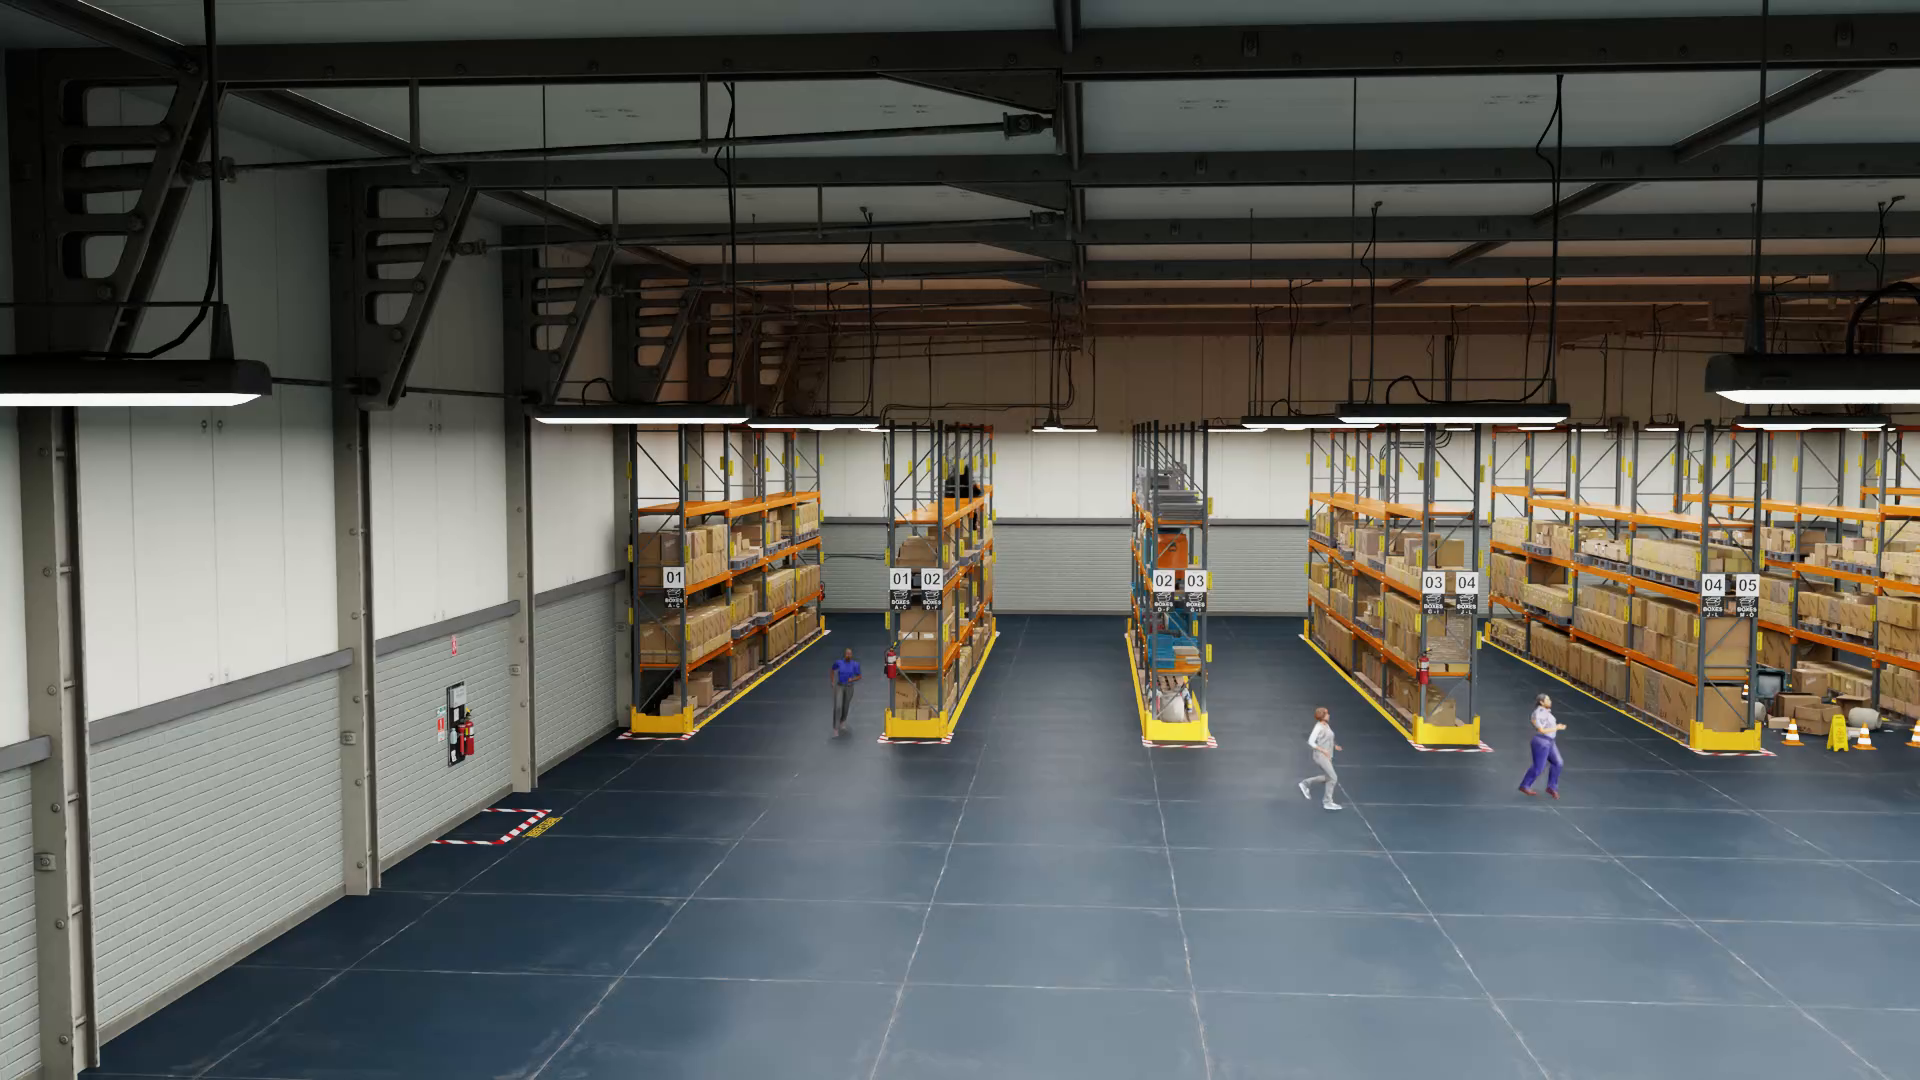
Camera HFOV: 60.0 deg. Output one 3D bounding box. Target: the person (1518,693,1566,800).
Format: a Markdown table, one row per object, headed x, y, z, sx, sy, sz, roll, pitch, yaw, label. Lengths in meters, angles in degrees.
| x | y | z | sx | sy | sz | roll | pitch | yaw | label |
| --- | --- | --- | --- | --- | --- | --- | --- | --- | --- |
| 9.152 | 3.253 | 26.099 | 0.708 | 1.704 | 0.566 | 2 | 4 | 34 | person |

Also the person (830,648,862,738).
| x | y | z | sx | sy | sz | roll | pitch | yaw | label |
| --- | --- | --- | --- | --- | --- | --- | --- | --- | --- |
| -2.184 | 2.891 | 31.876 | 0.600 | 1.673 | 0.881 | 0 | 4 | -5 | person |

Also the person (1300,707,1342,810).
| x | y | z | sx | sy | sz | roll | pitch | yaw | label |
| --- | --- | --- | --- | --- | --- | --- | --- | --- | --- |
| 5.516 | 3.331 | 25.456 | 0.672 | 1.553 | 0.542 | 2 | 4 | 28 | person |
